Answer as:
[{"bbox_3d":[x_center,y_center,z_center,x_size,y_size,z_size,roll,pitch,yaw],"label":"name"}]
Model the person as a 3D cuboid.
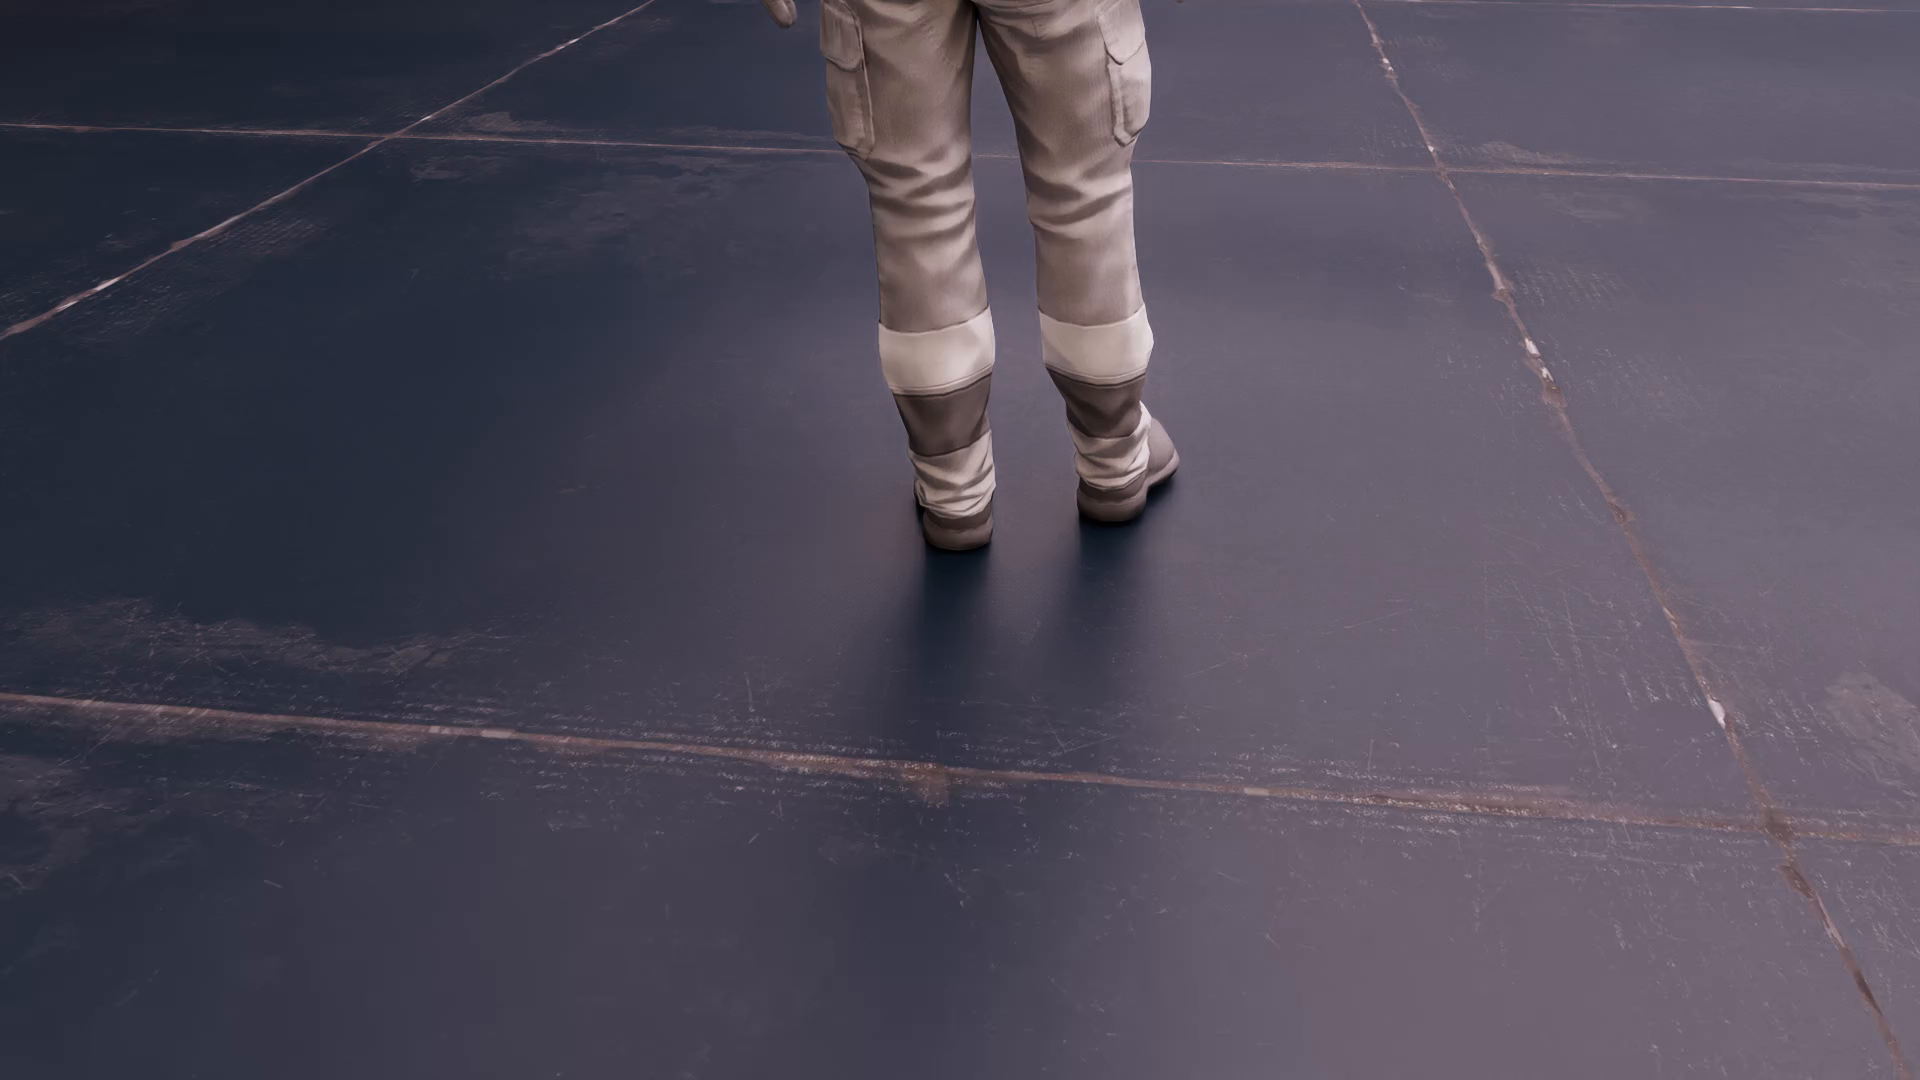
[{"bbox_3d":[0.023,-0.842,2.168,0.637,1.790,0.562,3,27,7],"label":"person"}]
